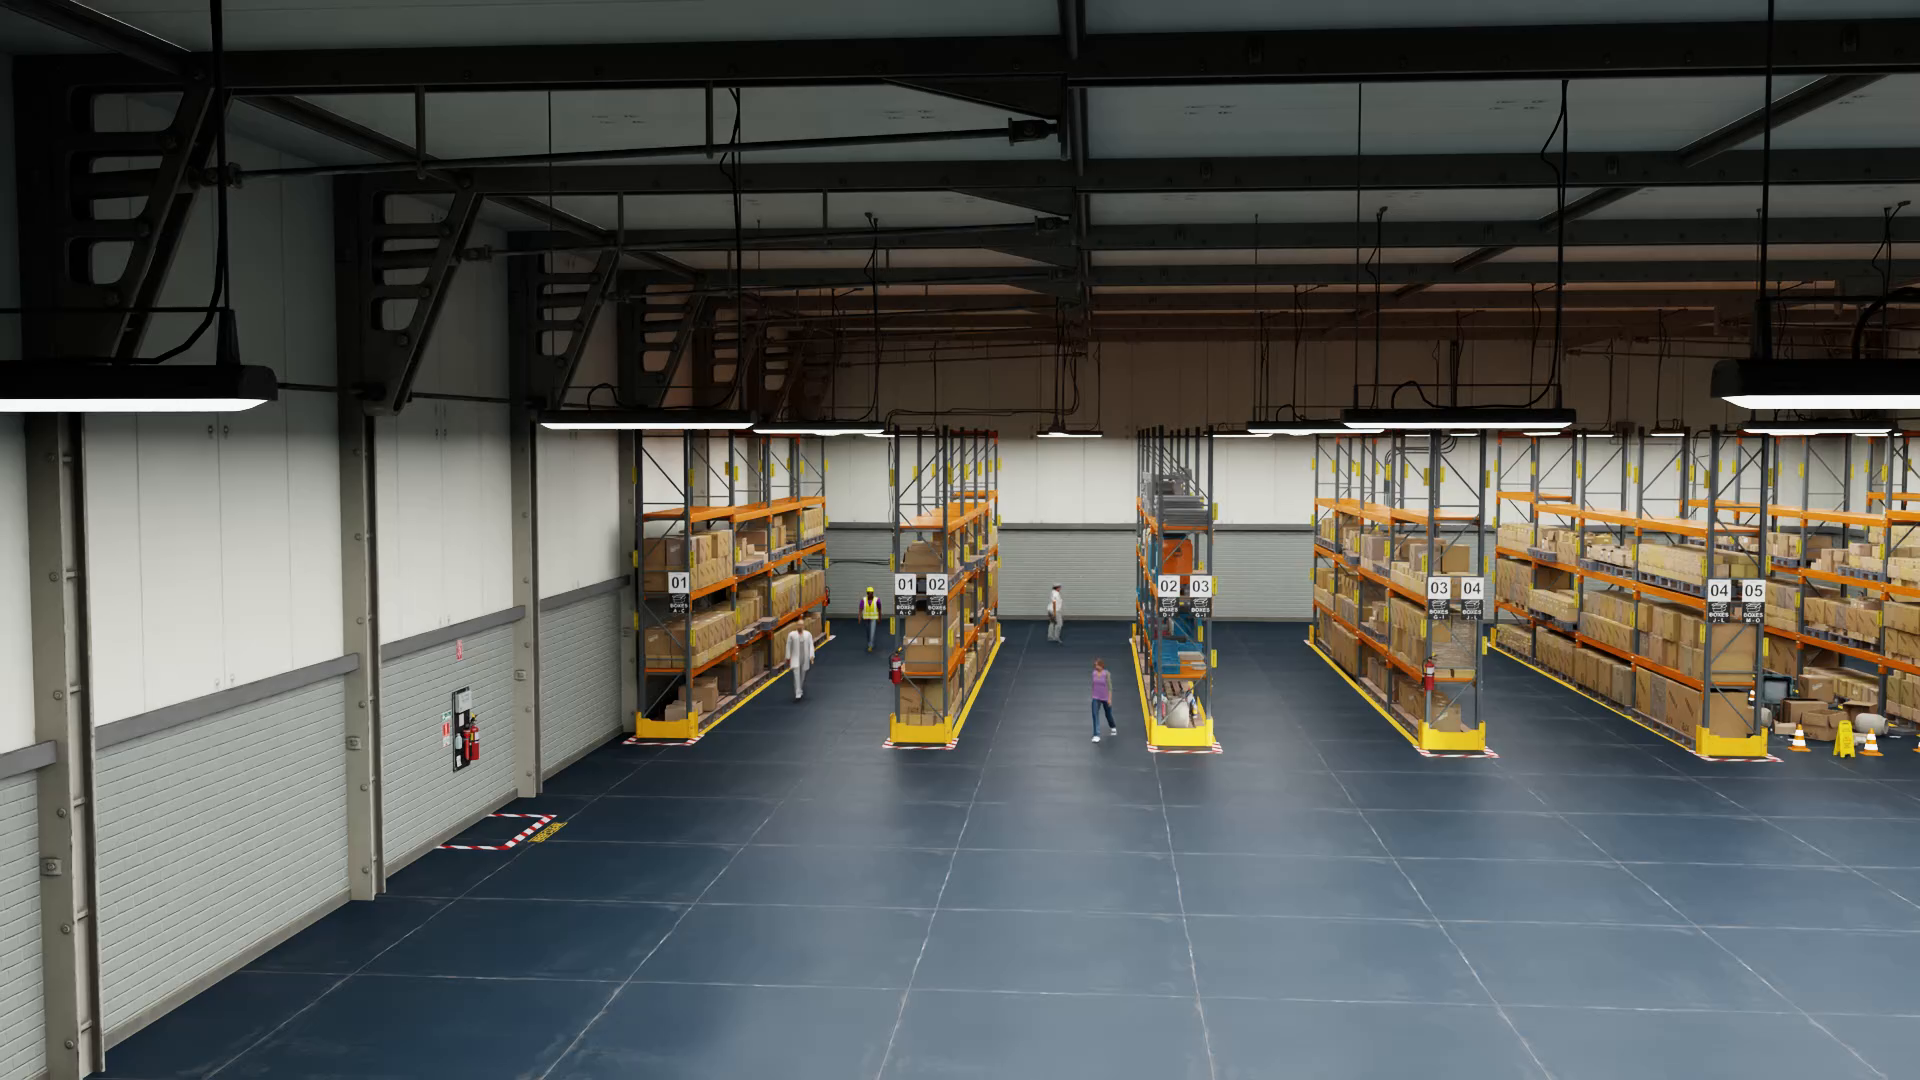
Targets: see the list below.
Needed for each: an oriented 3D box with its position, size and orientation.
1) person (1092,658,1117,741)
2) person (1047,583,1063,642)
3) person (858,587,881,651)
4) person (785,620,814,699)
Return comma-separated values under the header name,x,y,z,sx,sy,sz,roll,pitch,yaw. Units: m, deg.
name,x,y,z,sx,sy,sz,roll,pitch,yaw
person,2.732,3.028,31.754,0.435,1.564,0.823,2,4,24
person,2.715,2.071,47.281,0.447,1.716,0.542,0,3,-7
person,-2.459,2.137,45.143,0.584,1.705,1.071,1,3,8
person,-3.510,2.624,36.729,0.600,1.729,1.104,-2,4,-25
